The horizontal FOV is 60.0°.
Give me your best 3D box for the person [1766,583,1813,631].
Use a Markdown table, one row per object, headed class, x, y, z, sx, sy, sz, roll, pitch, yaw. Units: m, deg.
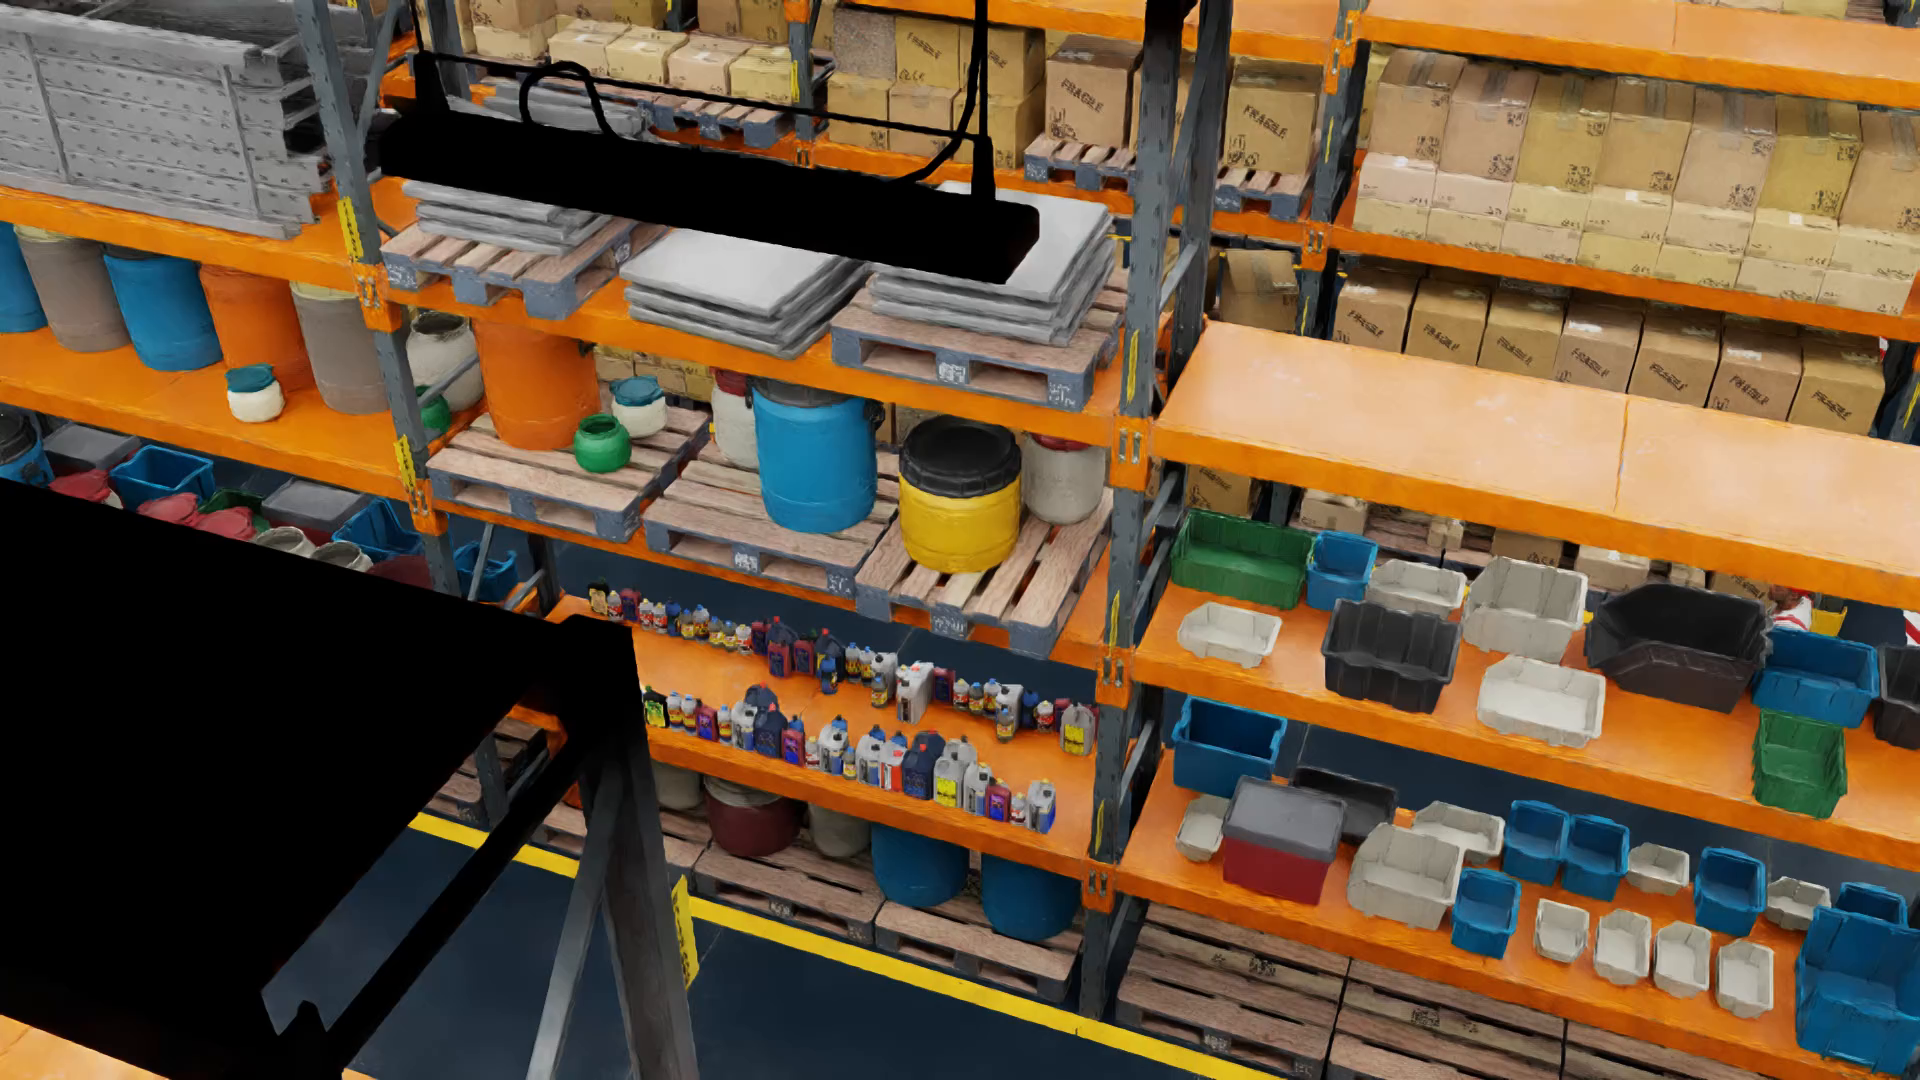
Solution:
| class | x | y | z | sx | sy | sz | roll | pitch | yaw |
| --- | --- | --- | --- | --- | --- | --- | --- | --- | --- |
| person | 5.200 | 0.878 | 10.748 | 1.044 | 1.736 | 0.567 | 12 | 38 | 16 |
